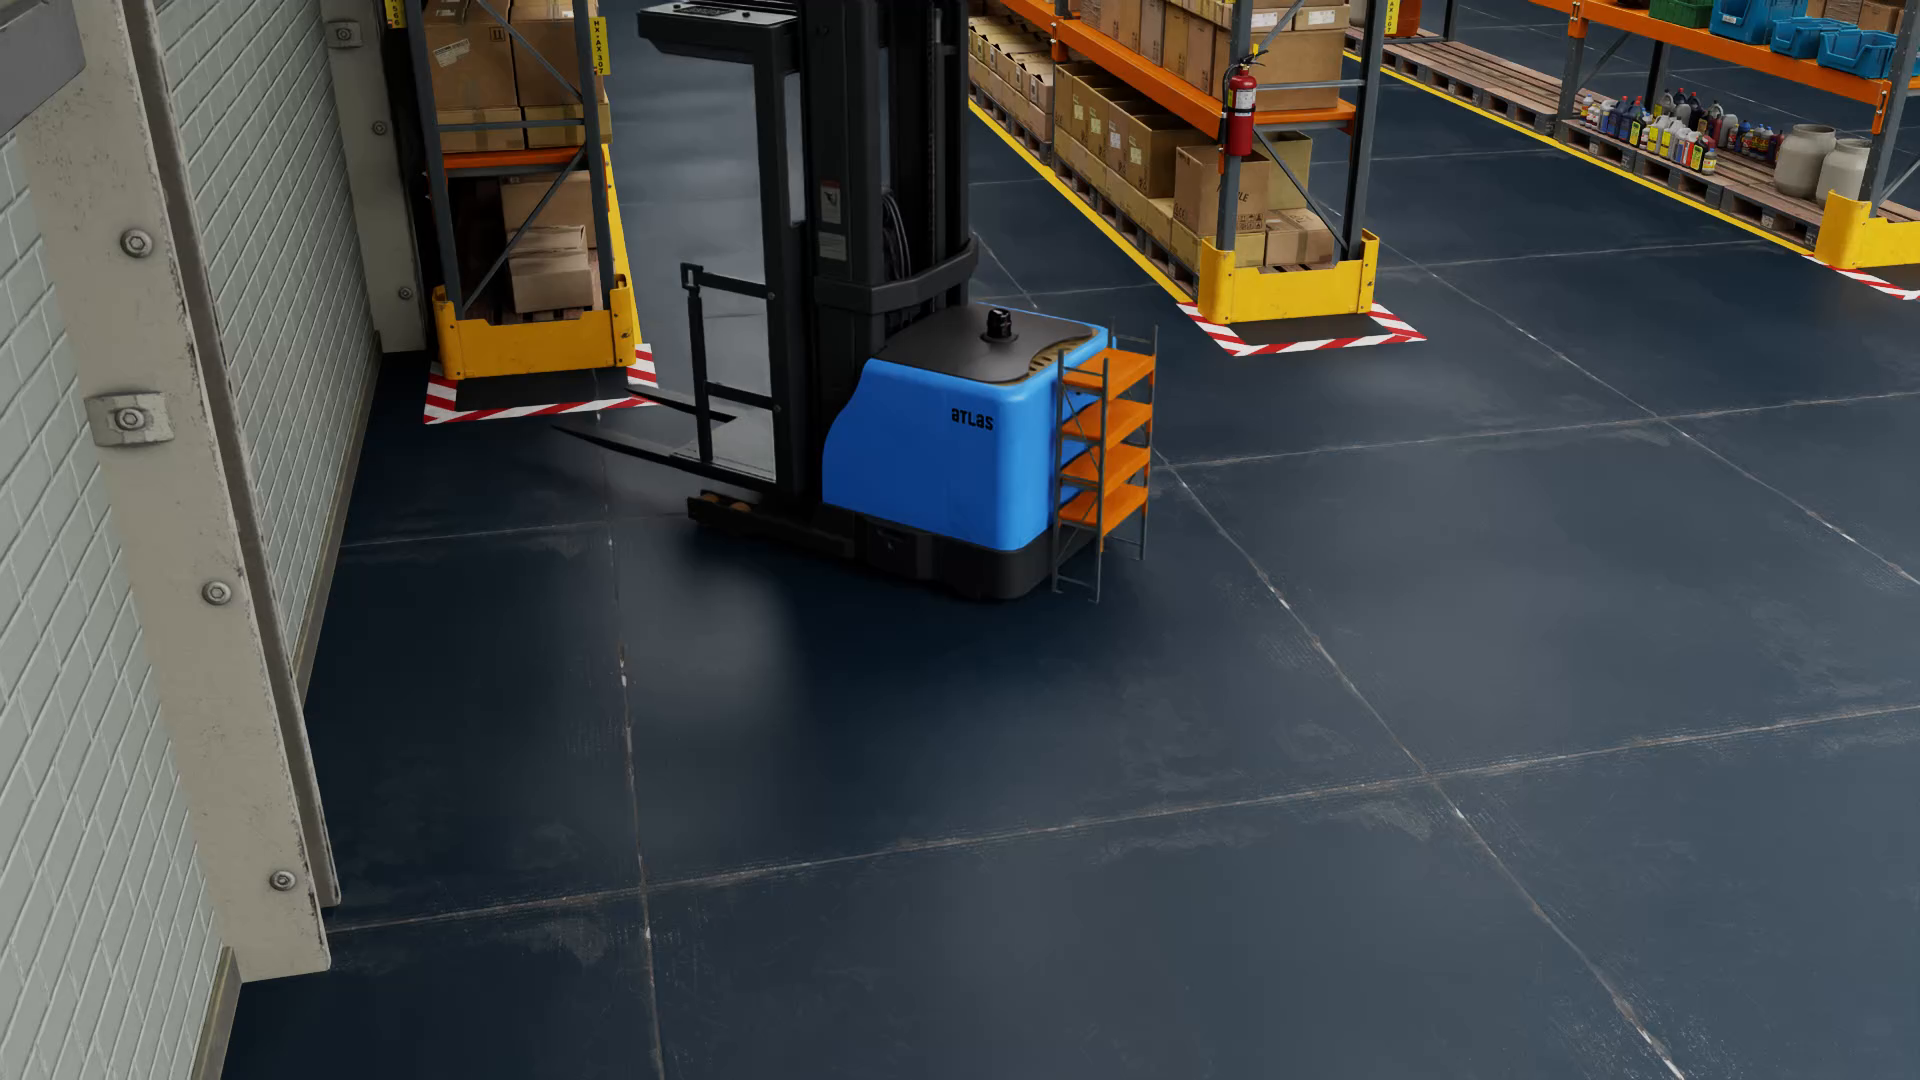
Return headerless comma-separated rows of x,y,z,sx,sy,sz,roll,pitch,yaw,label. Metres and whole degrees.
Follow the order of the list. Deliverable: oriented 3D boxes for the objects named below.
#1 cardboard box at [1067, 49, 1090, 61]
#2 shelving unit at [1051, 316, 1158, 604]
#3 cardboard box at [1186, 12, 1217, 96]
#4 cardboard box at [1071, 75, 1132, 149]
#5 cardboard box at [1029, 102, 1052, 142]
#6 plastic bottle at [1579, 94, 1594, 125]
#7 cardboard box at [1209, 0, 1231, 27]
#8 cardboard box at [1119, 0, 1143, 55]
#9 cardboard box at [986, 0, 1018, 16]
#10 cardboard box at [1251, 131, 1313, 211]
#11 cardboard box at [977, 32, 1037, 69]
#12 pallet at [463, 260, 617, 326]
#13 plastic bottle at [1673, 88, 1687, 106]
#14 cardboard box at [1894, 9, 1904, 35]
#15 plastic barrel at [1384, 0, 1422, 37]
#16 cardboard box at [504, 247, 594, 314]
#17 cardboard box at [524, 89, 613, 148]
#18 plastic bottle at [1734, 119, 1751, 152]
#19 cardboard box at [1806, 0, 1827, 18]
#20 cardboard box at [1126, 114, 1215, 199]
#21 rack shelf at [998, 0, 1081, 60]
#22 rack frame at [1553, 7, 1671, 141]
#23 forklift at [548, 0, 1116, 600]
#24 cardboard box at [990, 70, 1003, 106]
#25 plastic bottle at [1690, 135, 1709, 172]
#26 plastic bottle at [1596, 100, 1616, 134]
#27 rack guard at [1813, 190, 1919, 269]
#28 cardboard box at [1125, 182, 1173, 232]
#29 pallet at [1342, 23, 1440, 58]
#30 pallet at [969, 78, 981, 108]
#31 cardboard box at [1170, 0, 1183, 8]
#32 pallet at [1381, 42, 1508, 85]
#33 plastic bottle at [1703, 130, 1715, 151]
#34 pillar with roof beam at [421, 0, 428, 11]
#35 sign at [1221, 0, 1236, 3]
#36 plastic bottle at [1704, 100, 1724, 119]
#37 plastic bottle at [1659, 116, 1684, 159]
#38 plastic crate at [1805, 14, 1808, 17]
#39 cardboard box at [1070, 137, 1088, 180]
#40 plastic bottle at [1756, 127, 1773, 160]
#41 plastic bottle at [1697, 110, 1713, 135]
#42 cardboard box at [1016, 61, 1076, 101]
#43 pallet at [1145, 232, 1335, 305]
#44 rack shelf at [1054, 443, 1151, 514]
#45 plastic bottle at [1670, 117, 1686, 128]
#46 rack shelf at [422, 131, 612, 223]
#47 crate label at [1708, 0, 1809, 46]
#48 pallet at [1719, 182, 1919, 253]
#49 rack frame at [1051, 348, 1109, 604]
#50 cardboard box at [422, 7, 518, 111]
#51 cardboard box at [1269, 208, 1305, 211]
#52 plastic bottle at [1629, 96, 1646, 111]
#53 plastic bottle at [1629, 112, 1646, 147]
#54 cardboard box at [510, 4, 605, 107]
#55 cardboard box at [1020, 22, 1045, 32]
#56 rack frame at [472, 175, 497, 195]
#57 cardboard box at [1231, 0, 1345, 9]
1.232,-4.540,15.879,0.500,0.311,0.500,-7,28,-13,cardboard box
0.660,-0.364,7.639,0.258,1.200,0.503,15,31,27,shelving unit
1.994,-3.400,11.547,0.700,0.500,0.500,-5,27,-10,cardboard box
1.228,-3.516,13.641,0.500,0.500,0.500,-6,27,-12,cardboard box
0.932,-3.788,15.012,0.500,0.250,0.500,-6,27,-12,cardboard box
5.779,-3.971,15.328,0.097,0.271,0.097,0,27,0,plastic bottle
1.877,-3.517,11.058,0.380,0.149,0.250,-5,27,-10,cardboard box
1.649,-4.075,12.883,0.700,0.500,0.500,-6,27,-11,cardboard box
0.582,-5.741,18.581,0.500,0.500,0.500,-5,27,-9,cardboard box
2.191,-2.692,12.007,0.500,0.500,0.500,-6,27,-12,cardboard box
0.478,-4.928,16.648,0.500,0.311,0.500,-7,28,-13,cardboard box
-2.782,-1.564,11.114,1.003,0.211,1.213,-6,27,-12,pallet
6.561,-3.937,15.173,0.144,0.351,0.185,-7,28,-13,plastic bottle
10.627,-5.489,18.082,0.700,0.500,0.500,-8,28,-16,cardboard box
5.106,-6.365,19.473,0.600,0.830,0.708,-6,27,-12,plastic barrel
-2.684,-1.724,10.832,0.500,0.311,0.500,-9,28,-17,cardboard box
-2.417,-2.603,10.223,0.500,0.250,0.500,-7,28,-13,cardboard box
6.786,-3.510,14.415,0.097,0.271,0.097,0,27,0,plastic bottle
10.229,-6.224,19.539,0.700,0.500,0.500,-7,28,-14,cardboard box
1.559,-2.857,12.335,0.500,0.500,0.500,-6,27,-12,cardboard box
0.857,-5.232,16.086,1.077,0.370,4.000,-6,27,-12,rack shelf
6.135,-5.177,15.178,1.000,3.000,0.127,-6,27,-12,rack frame
-0.772,-1.515,7.998,3.031,2.935,1.130,15,31,28,forklift
0.591,-4.458,16.340,0.500,0.250,0.500,-5,27,-11,cardboard box
6.151,-3.216,13.819,0.061,0.283,0.133,-5,27,-10,plastic bottle
5.879,-3.834,15.051,0.152,0.276,0.135,-5,27,-10,plastic bottle
6.973,-2.334,12.319,1.175,0.500,0.348,-6,27,-12,rack guard
1.562,-2.523,12.504,0.500,0.250,0.500,-6,27,-12,cardboard box
5.015,-6.030,19.962,1.003,0.211,1.213,-6,27,-12,pallet
0.554,-4.821,17.568,1.003,0.211,1.213,-6,27,-12,pallet
1.705,-3.855,11.728,0.380,0.149,0.250,-5,27,-10,cardboard box
5.370,-5.344,18.604,1.003,0.211,1.213,-6,27,-12,pallet
6.269,-3.291,13.967,0.061,0.283,0.133,-6,27,-12,plastic bottle
-0.774,-8.384,14.873,9.100,9.000,0.400,-6,27,-12,pillar with roof beam
1.678,-3.493,10.294,0.100,0.325,0.005,-6,27,-12,sign
6.677,-3.711,14.726,0.144,0.351,0.185,-6,27,-12,plastic bottle
6.093,-3.443,14.194,0.144,0.351,0.185,-5,27,-9,plastic bottle
6.747,-4.372,13.876,0.530,0.136,0.437,-6,27,-12,plastic crate
1.225,-3.181,13.809,0.500,0.250,0.500,-6,27,-12,cardboard box
6.854,-3.377,14.152,0.097,0.271,0.097,0,27,0,plastic bottle
6.583,-3.660,14.698,0.061,0.283,0.133,-6,27,-12,plastic bottle
0.814,-4.262,15.329,0.500,0.311,0.500,-5,27,-10,cardboard box
1.996,-2.006,11.990,1.003,0.211,1.213,-6,27,-12,pallet
0.660,-0.304,7.670,0.258,0.148,0.480,15,31,27,rack shelf
6.189,-3.517,14.425,0.152,0.276,0.135,-6,27,-12,plastic bottle
-3.067,-2.972,11.607,1.077,0.370,4.000,-6,27,-12,rack shelf
6.358,-4.217,13.237,0.502,0.435,0.616,-6,27,-12,crate label
6.795,-2.562,13.091,1.003,0.211,1.213,-6,27,-12,pallet
0.534,-0.270,7.453,0.240,1.200,0.015,15,31,27,rack frame
-2.929,-2.877,9.933,0.500,0.500,0.500,-6,27,-12,cardboard box
2.189,-2.357,12.176,0.500,0.250,0.500,-6,27,-12,cardboard box
6.053,-3.809,14.919,0.144,0.351,0.185,-6,27,-12,plastic bottle
5.952,-3.605,14.589,0.061,0.283,0.133,-5,27,-9,plastic bottle
-2.431,-2.932,10.042,0.500,0.500,0.500,-6,27,-12,cardboard box
0.888,-5.209,17.205,0.500,0.311,0.500,-6,27,-12,cardboard box
-3.517,-4.171,13.185,1.000,3.000,0.127,-6,27,-12,rack frame
2.105,-3.773,10.845,0.700,0.500,0.500,-6,27,-11,cardboard box
